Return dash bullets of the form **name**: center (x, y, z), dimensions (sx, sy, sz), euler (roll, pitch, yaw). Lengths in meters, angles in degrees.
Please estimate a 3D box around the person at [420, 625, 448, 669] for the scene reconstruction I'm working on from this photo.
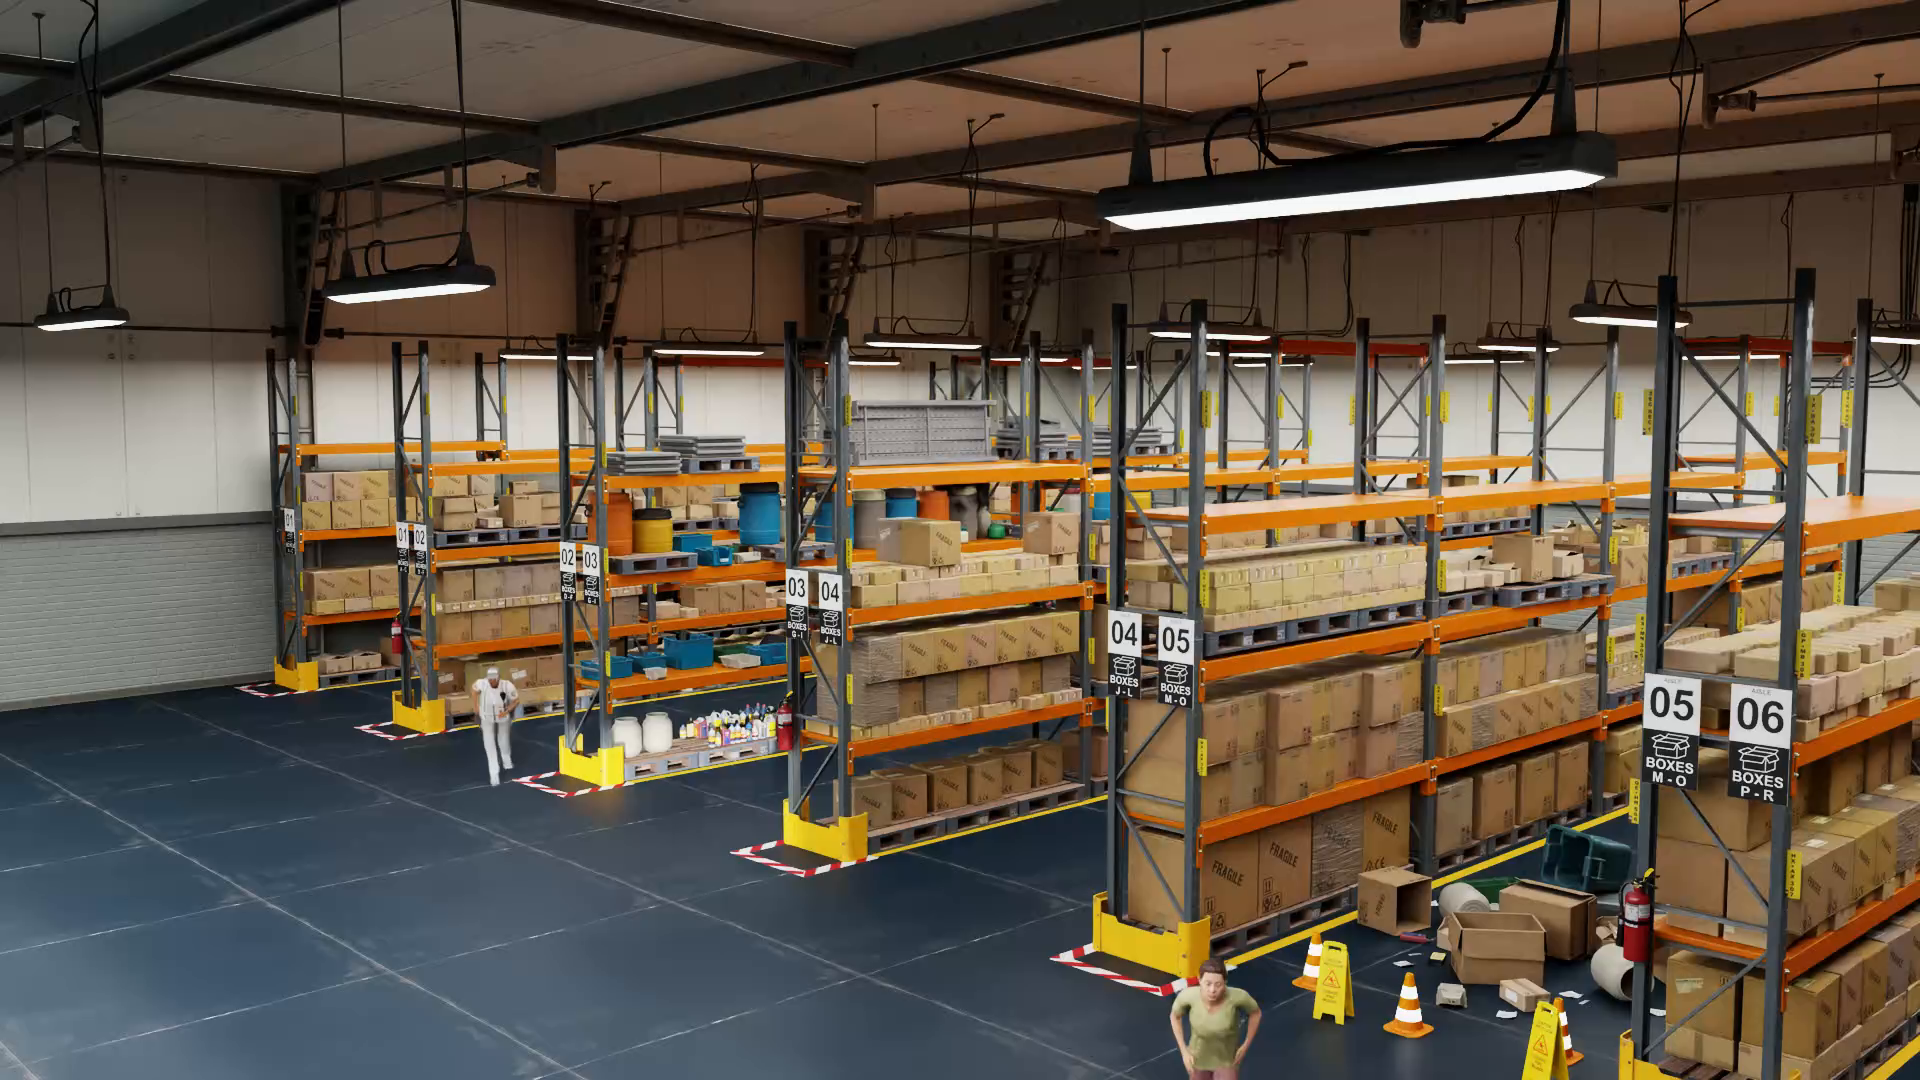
- **person**: center (-9.033, 1.865, 28.538), dimensions (0.656, 1.776, 0.803), euler (1, 5, 14)

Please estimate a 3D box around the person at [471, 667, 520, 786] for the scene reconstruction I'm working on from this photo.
- **person**: center (-6.246, 2.465, 22.445), dimensions (0.648, 1.627, 1.026), euler (-1, 5, -6)

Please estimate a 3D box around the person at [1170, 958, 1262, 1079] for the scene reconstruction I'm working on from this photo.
- **person**: center (1.677, 3.443, 10.949), dimensions (0.589, 1.624, 0.906), euler (1, 5, 7)
